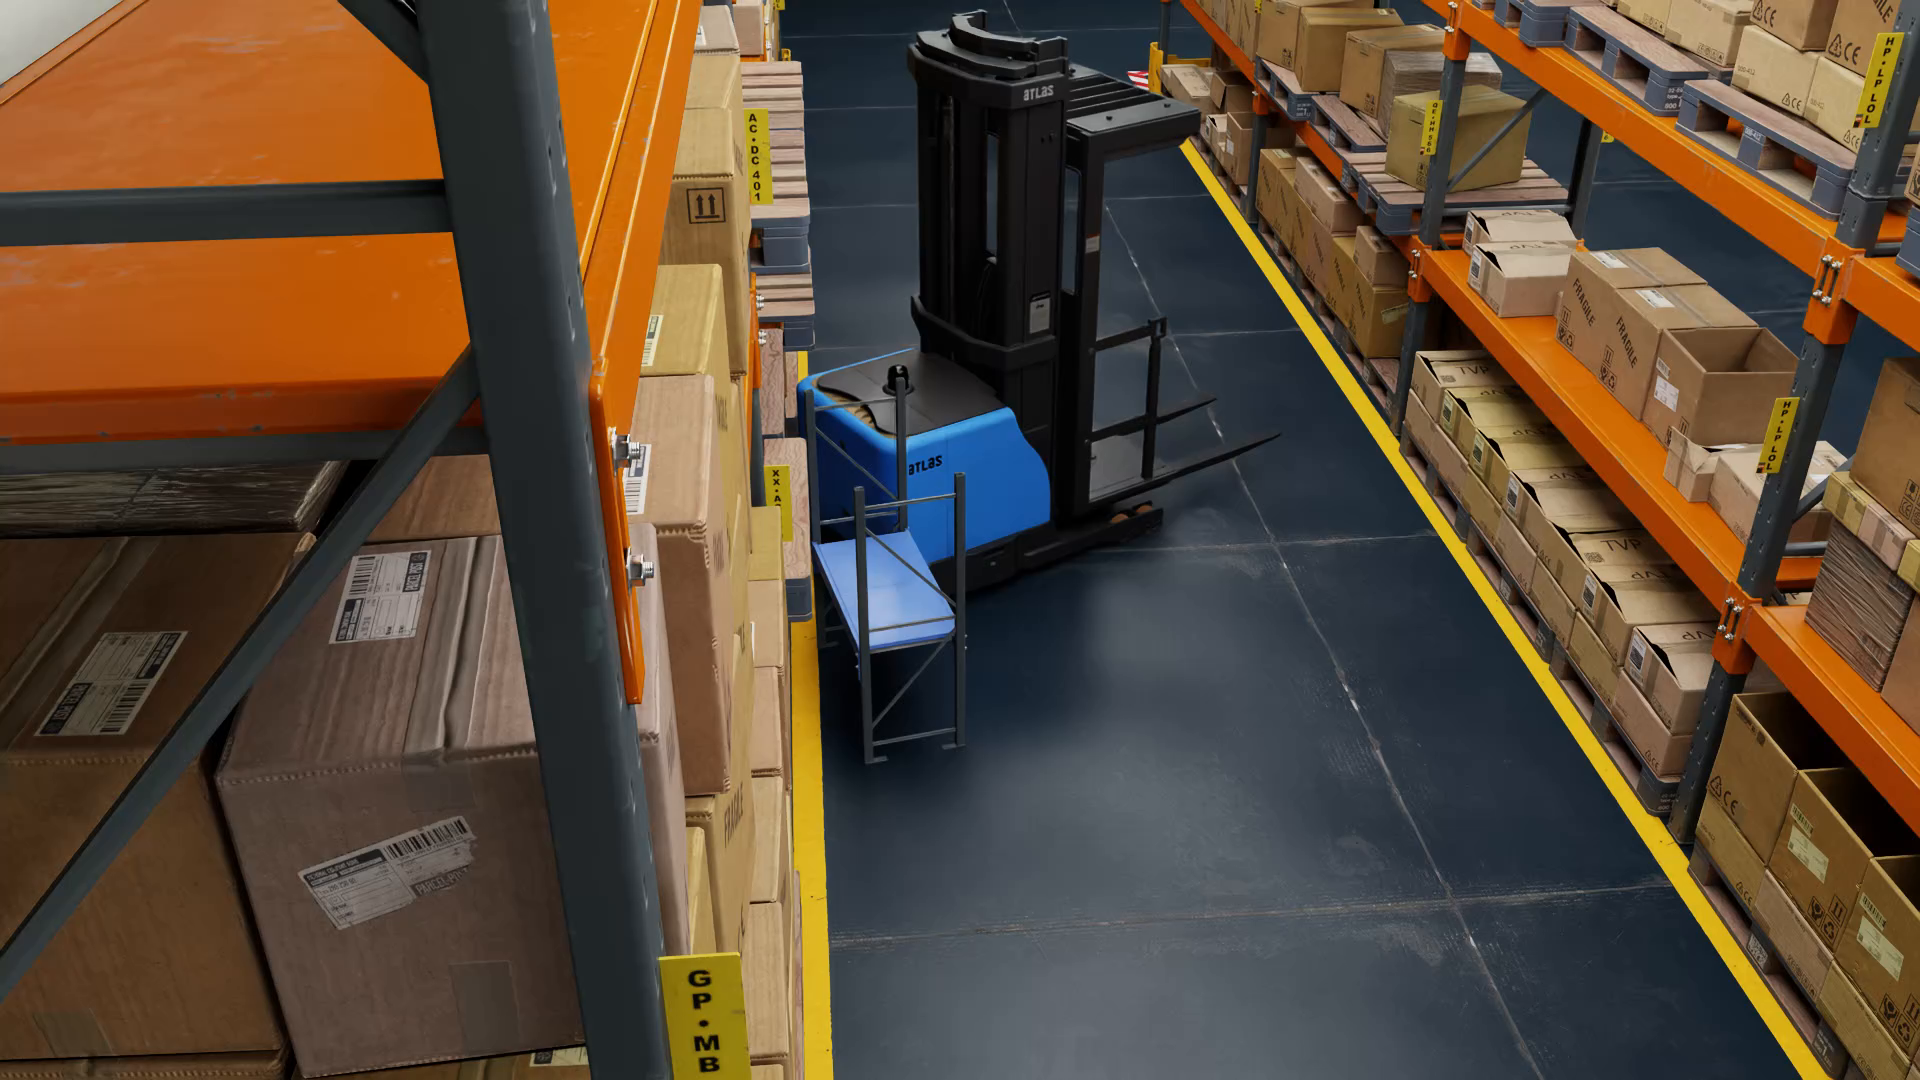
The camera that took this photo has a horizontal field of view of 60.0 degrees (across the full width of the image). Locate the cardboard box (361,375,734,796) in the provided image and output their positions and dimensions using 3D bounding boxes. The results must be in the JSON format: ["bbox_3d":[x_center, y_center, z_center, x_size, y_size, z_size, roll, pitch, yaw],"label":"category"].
[{"bbox_3d":[-0.636,0.075,2.682,0.500,0.500,0.500,-3,31,-5],"label":"cardboard box"}]

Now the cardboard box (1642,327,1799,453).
[{"bbox_3d":[3.608,-0.676,7.859,0.500,0.500,0.500,-1,31,-1],"label":"cardboard box"}]

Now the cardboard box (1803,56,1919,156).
[{"bbox_3d":[3.665,-1.690,6.466,0.500,0.250,0.500,0,31,1],"label":"cardboard box"}]

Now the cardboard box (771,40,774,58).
[{"bbox_3d":[-1.576,-3.255,11.868,0.500,0.500,0.500,-3,31,-4],"label":"cardboard box"}]

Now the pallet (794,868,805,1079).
[{"bbox_3d":[-1.121,1.806,6.520,1.003,0.211,1.213,-3,31,-5],"label":"pallet"}]

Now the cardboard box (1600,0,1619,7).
[{"bbox_3d":[3.504,-2.921,8.528,0.500,0.250,0.500,-2,31,-3],"label":"cardboard box"}]

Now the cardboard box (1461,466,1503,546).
[{"bbox_3d":[3.198,-0.210,9.449,0.500,0.250,0.500,-4,31,-6],"label":"cardboard box"}]

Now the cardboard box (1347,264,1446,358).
[{"bbox_3d":[3.018,-1.595,11.505,0.500,0.500,0.500,-2,31,-3],"label":"cardboard box"}]

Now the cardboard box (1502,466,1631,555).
[{"bbox_3d":[3.247,-0.182,8.854,0.500,0.311,0.500,-3,31,-5],"label":"cardboard box"}]

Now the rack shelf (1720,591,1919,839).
[{"bbox_3d":[3.900,1.359,5.252,1.077,0.370,4.000,-3,31,-5],"label":"rack shelf"}]

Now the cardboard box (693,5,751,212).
[{"bbox_3d":[-0.902,-1.258,4.913,0.500,0.500,0.500,-5,31,-9],"label":"cardboard box"}]

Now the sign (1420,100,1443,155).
[{"bbox_3d":[2.800,-2.446,9.868,0.100,0.325,0.005,-3,31,-5],"label":"sign"}]

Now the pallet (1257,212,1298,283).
[{"bbox_3d":[3.079,-2.445,13.638,1.003,0.211,1.213,-3,31,-5],"label":"pallet"}]

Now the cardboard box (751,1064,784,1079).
[{"bbox_3d":[-0.627,1.533,3.654,0.500,0.500,0.500,-3,31,-4],"label":"cardboard box"}]

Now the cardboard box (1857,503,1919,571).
[{"bbox_3d":[3.569,-0.018,6.125,0.380,0.149,0.250,-2,31,-4],"label":"cardboard box"}]

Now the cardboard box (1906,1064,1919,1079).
[{"bbox_3d":[3.590,2.046,5.671,0.500,0.250,0.500,-3,31,-5],"label":"cardboard box"}]

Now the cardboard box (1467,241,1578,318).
[{"bbox_3d":[3.230,-1.509,9.439,0.500,0.311,0.500,-3,31,-5],"label":"cardboard box"}]

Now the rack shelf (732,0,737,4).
[{"bbox_3d":[-1.406,-2.848,6.834,1.077,0.370,4.000,-3,31,-5],"label":"rack shelf"}]

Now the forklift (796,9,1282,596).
[{"bbox_3d":[0.589,-1.446,9.312,3.031,2.935,1.130,-19,36,-29],"label":"forklift"}]

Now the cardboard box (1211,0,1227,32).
[{"bbox_3d":[2.563,-4.867,14.875,0.500,0.500,0.500,-2,31,-3],"label":"cardboard box"}]

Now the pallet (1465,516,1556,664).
[{"bbox_3d":[3.488,0.227,9.164,1.003,0.211,1.213,-3,31,-5],"label":"pallet"}]

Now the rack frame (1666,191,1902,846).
[{"bbox_3d":[3.713,0.029,6.777,1.000,3.000,0.127,-3,31,-5],"label":"rack frame"}]

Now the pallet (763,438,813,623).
[{"bbox_3d":[-1.146,-0.047,7.090,1.003,0.211,1.213,-3,31,-5],"label":"pallet"}]

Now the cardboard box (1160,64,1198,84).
[{"bbox_3d":[2.288,-4.833,17.267,0.380,0.149,0.250,-3,31,-5],"label":"cardboard box"}]

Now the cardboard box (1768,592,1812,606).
[{"bbox_3d":[3.881,0.309,8.032,0.500,0.311,0.500,-3,31,-5],"label":"cardboard box"}]

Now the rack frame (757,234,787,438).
[{"bbox_3d":[-1.593,-1.774,9.795,1.000,3.000,0.127,-3,31,-5],"label":"rack frame"}]

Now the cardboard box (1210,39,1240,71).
[{"bbox_3d":[2.888,-4.948,17.117,0.500,0.500,0.500,-3,31,-5],"label":"cardboard box"}]

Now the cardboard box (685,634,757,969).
[{"bbox_3d":[-0.642,0.512,2.925,0.500,0.500,0.500,-1,31,-1],"label":"cardboard box"}]

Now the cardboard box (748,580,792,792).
[{"bbox_3d":[-0.815,0.483,5.412,0.500,0.500,0.500,-3,31,-5],"label":"cardboard box"}]

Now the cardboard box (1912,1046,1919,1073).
[{"bbox_3d":[3.587,1.724,5.478,0.500,0.500,0.500,-3,31,-5],"label":"cardboard box"}]

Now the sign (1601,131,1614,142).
[{"bbox_3d":[3.891,-2.539,9.946,0.100,0.325,0.005,-3,31,-5],"label":"sign"}]

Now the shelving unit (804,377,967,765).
[{"bbox_3d":[-0.366,0.138,8.057,0.538,1.500,1.048,-9,32,-14],"label":"shelving unit"}]

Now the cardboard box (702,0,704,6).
[{"bbox_3d":[-1.306,-2.156,7.002,0.500,0.500,0.500,-4,31,-6],"label":"cardboard box"}]

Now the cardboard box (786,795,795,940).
[{"bbox_3d":[-0.772,1.062,5.174,0.500,0.250,0.500,-3,31,-5],"label":"cardboard box"}]

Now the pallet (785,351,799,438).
[{"bbox_3d":[-1.591,-0.983,11.190,1.003,0.211,1.213,-3,31,-5],"label":"pallet"}]

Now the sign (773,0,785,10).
[{"bbox_3d":[-1.427,-4.311,12.990,0.100,0.325,0.005,-3,31,-5],"label":"sign"}]

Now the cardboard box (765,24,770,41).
[{"bbox_3d":[-1.534,-3.309,11.227,0.500,0.250,0.500,-3,31,-6],"label":"cardboard box"}]

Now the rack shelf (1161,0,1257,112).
[{"bbox_3d":[2.778,-4.768,15.509,1.077,0.370,4.000,-3,31,-5],"label":"rack shelf"}]

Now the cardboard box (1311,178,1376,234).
[{"bbox_3d":[2.909,-2.468,12.234,0.500,0.250,0.500,-3,31,-6],"label":"cardboard box"}]

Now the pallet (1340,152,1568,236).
[{"bbox_3d":[3.206,-2.274,10.819,1.213,0.211,1.003,-3,31,-5],"label":"pallet"}]

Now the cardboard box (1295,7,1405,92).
[{"bbox_3d":[2.914,-3.678,12.476,0.700,0.500,0.500,2,31,3],"label":"cardboard box"}]

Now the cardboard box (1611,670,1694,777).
[{"bbox_3d":[3.385,0.831,7.705,0.500,0.250,0.500,-3,31,-5],"label":"cardboard box"}]

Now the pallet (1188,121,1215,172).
[{"bbox_3d":[2.785,-3.833,15.962,1.003,0.211,1.213,-3,31,-5],"label":"pallet"}]

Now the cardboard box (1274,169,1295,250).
[{"bbox_3d":[2.829,-2.641,13.255,0.500,0.500,0.500,-2,31,-4],"label":"cardboard box"}]

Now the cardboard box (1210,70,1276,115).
[{"bbox_3d":[2.785,-4.132,15.748,0.797,0.503,0.637,-3,31,-5],"label":"cardboard box"}]

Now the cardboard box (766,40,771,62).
[{"bbox_3d":[-1.480,-3.049,10.791,0.500,0.250,0.500,-3,31,-4],"label":"cardboard box"}]

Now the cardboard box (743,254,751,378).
[{"bbox_3d":[-0.925,-0.824,5.162,0.500,0.500,0.500,-2,31,-3],"label":"cardboard box"}]

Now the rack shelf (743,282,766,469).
[{"bbox_3d":[-1.032,0.310,4.082,1.077,0.370,4.000,-3,31,-5],"label":"rack shelf"}]
